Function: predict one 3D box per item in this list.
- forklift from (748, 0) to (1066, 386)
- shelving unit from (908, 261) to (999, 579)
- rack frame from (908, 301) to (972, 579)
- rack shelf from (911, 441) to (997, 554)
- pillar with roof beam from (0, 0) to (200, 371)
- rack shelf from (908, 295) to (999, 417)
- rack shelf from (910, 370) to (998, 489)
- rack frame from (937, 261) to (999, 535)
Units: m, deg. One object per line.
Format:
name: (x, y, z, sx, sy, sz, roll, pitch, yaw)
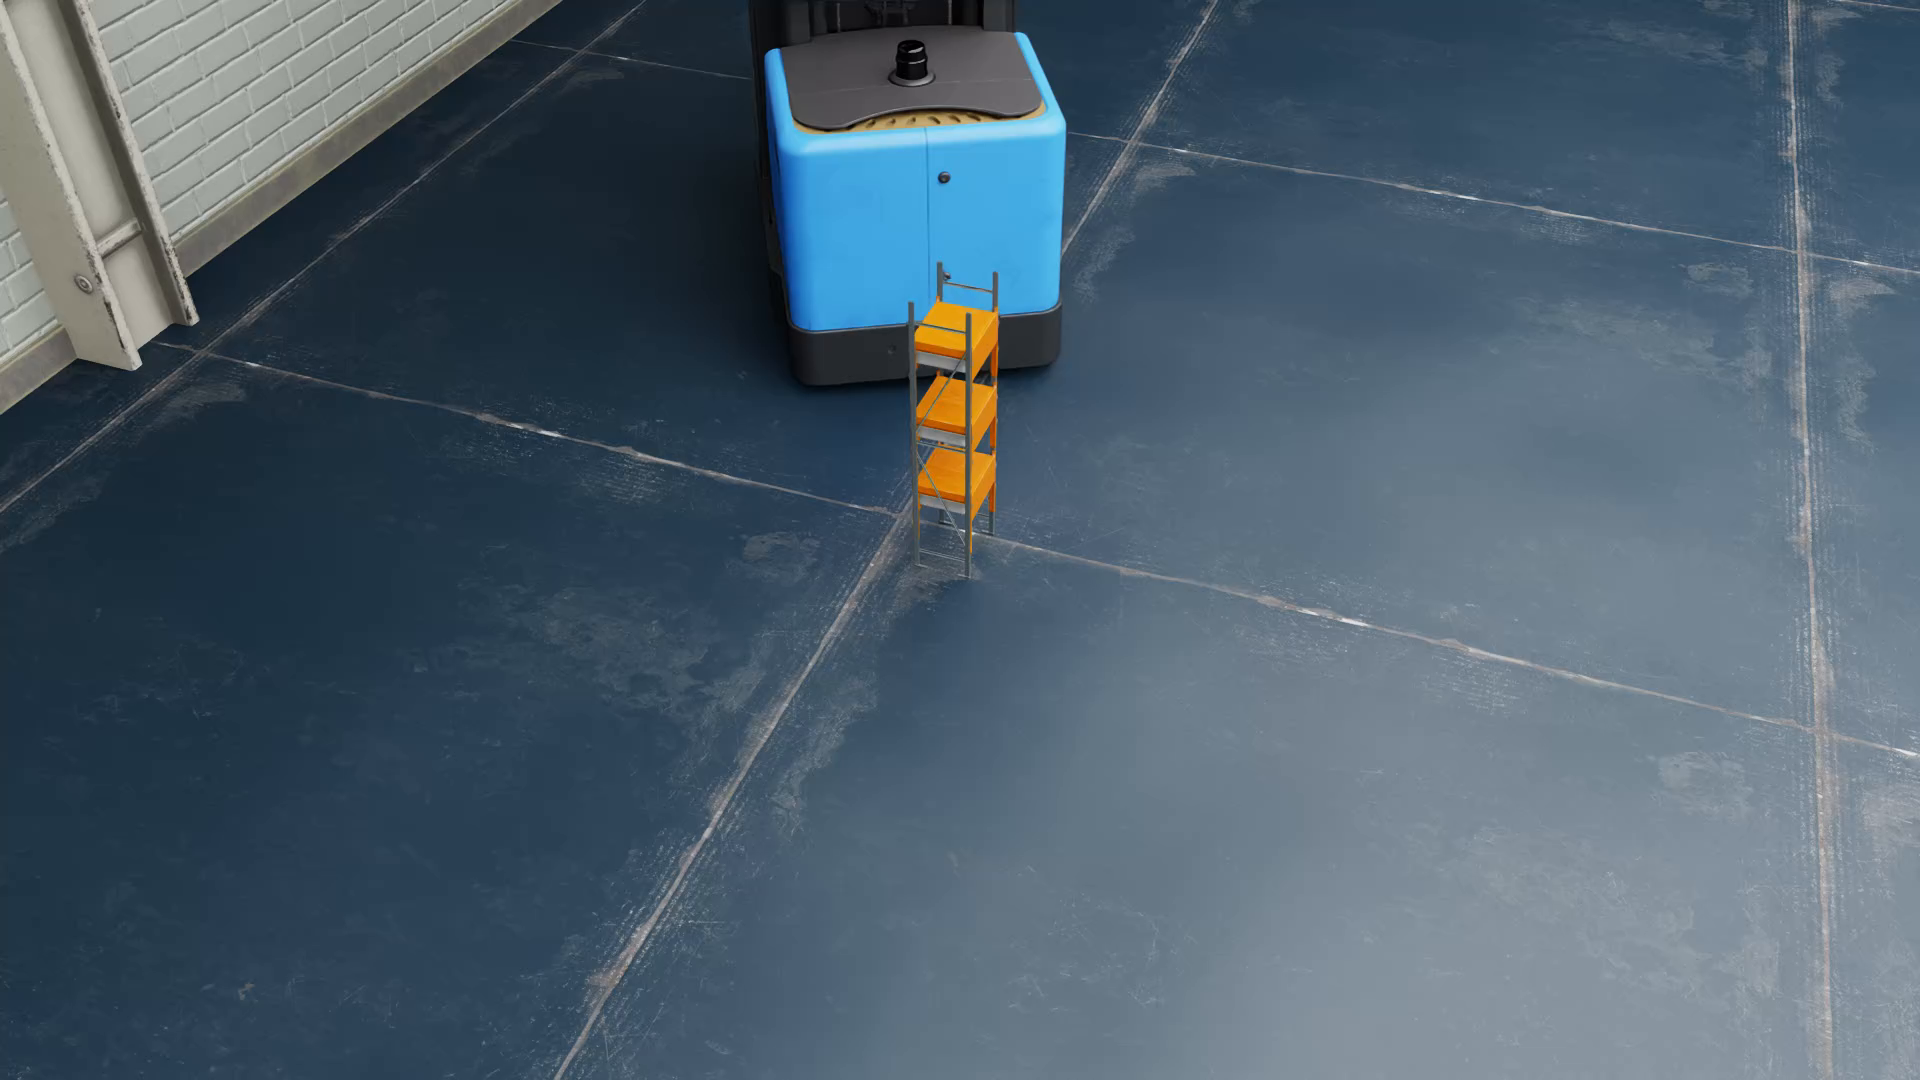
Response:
forklift: (-0.349, -2.660, 6.609, 1.130, 2.935, 3.031, -6, 41, -7)
shelving unit: (-0.018, -0.367, 5.371, 0.215, 1.050, 0.252, 13, 42, 15)
rack frame: (-0.060, -0.292, 5.284, 0.200, 1.050, 0.008, 13, 42, 15)
rack shelf: (-0.018, -0.147, 5.558, 0.215, 0.259, 0.240, 13, 42, 15)
pillar with roof beam: (0.723, -3.286, 2.668, 9.100, 9.000, 0.400, 13, 42, 15)
rack shelf: (-0.018, -0.575, 5.194, 0.215, 0.259, 0.240, 13, 42, 15)
rack shelf: (-0.018, -0.359, 5.378, 0.215, 0.259, 0.240, 13, 42, 15)
rack frame: (0.023, -0.441, 5.458, 0.200, 1.050, 0.008, 13, 42, 15)
